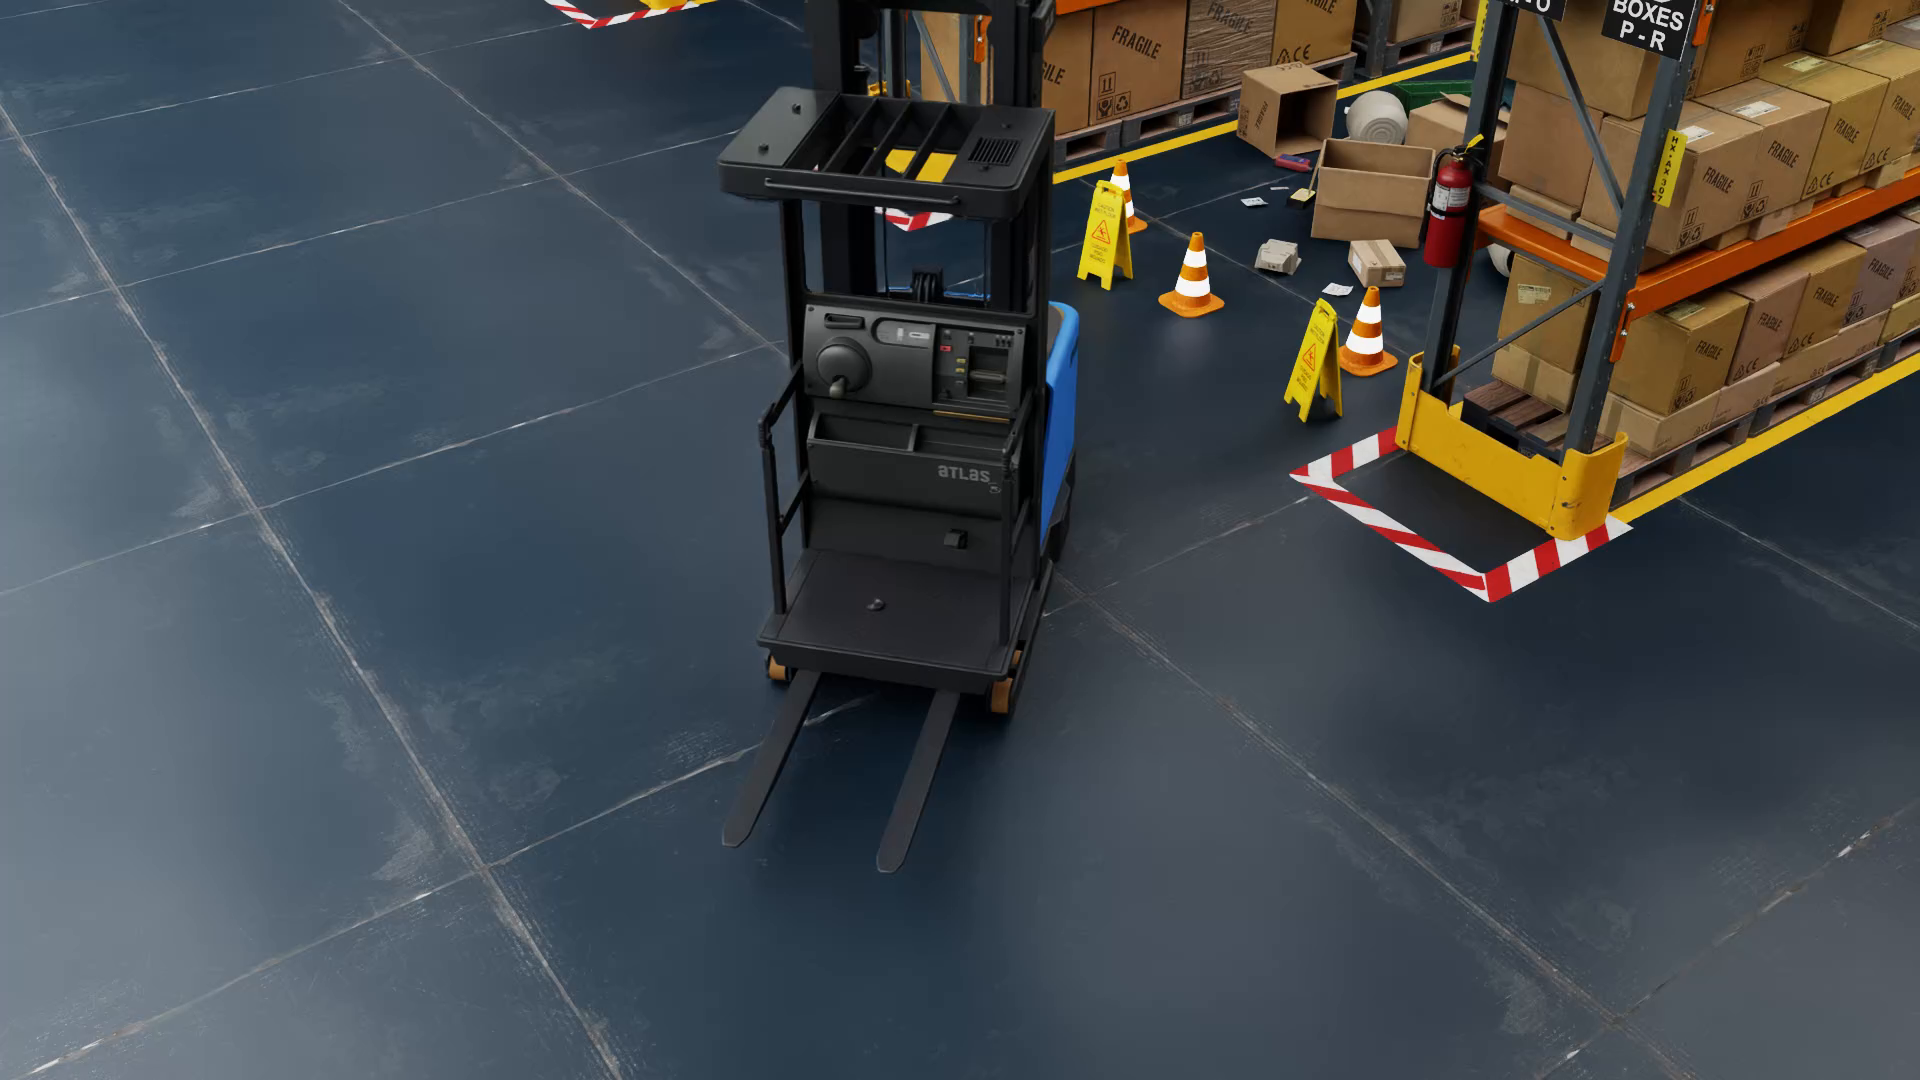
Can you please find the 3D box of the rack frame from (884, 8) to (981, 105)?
[{"bbox_3d":[-0.194,-3.837,11.017,0.127,3.000,1.000,-22,41,-28],"label":"rack frame"}]

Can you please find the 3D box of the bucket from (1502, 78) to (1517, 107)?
[{"bbox_3d":[4.292,-3.325,11.806,0.620,0.611,0.726,-1,34,-18],"label":"bucket"}]

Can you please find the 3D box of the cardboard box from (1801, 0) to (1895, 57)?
[{"bbox_3d":[4.295,-2.841,8.435,0.500,0.500,0.700,-23,41,-28],"label":"cardboard box"}]

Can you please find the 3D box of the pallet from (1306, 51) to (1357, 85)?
[{"bbox_3d":[2.409,-3.832,13.398,1.213,0.211,1.003,-22,41,-28],"label":"pallet"}]

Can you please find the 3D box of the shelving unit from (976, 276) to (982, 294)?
[{"bbox_3d":[0.235,-0.864,8.552,0.252,1.050,0.215,-16,39,-21],"label":"shelving unit"}]

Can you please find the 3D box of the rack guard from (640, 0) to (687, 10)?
[{"bbox_3d":[-2.907,-5.249,15.121,0.348,0.500,1.175,-22,41,-28],"label":"rack guard"}]

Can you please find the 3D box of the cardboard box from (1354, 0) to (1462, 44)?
[{"bbox_3d":[3.531,-4.692,13.772,0.750,0.750,1.050,-23,41,-28],"label":"cardboard box"}]

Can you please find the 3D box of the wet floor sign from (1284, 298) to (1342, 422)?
[{"bbox_3d":[1.968,-1.000,9.088,0.232,0.644,0.267,-9,37,-12],"label":"wet floor sign"}]

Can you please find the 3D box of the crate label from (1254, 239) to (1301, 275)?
[{"bbox_3d":[2.038,-1.817,10.658,0.250,0.136,0.298,15,38,20],"label":"crate label"}]

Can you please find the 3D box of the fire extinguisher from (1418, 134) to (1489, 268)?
[{"bbox_3d":[2.381,-1.659,8.054,0.183,0.674,0.296,-22,41,-28],"label":"fire extinguisher"}]

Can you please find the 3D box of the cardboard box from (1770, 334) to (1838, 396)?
[{"bbox_3d":[4.419,-1.060,9.150,0.500,0.250,0.500,-20,40,-25],"label":"cardboard box"}]

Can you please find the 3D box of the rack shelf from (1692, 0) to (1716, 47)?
[{"bbox_3d":[4.375,-3.107,8.049,4.000,0.370,1.077,-22,41,-28],"label":"rack shelf"}]

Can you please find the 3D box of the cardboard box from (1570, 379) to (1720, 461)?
[{"bbox_3d":[3.559,-0.703,8.653,0.500,0.250,0.500,-23,42,-28],"label":"cardboard box"}]

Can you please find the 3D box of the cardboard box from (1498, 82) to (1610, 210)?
[{"bbox_3d":[3.025,-1.984,8.100,0.500,0.500,0.500,-23,42,-29],"label":"cardboard box"}]

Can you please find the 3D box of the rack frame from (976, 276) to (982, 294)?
[{"bbox_3d":[0.125,-0.833,8.509,0.008,1.050,0.200,-16,39,-21],"label":"rack frame"}]

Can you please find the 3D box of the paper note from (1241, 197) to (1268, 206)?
[{"bbox_3d":[2.032,-2.335,11.471,0.142,0.017,0.144,-9,37,-12],"label":"paper note"}]

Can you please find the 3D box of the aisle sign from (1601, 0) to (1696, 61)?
[{"bbox_3d":[2.868,-2.396,6.785,0.004,0.787,0.394,-22,41,-28],"label":"aisle sign"}]

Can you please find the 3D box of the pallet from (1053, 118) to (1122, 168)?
[{"bbox_3d":[0.414,-3.012,12.257,1.213,0.211,1.003,-22,41,-28],"label":"pallet"}]

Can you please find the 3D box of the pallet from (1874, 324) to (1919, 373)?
[{"bbox_3d":[5.481,-1.480,10.126,1.213,0.211,1.003,-22,41,-28],"label":"pallet"}]

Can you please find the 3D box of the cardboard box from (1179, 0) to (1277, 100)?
[{"bbox_3d":[1.786,-4.008,12.713,0.875,0.875,0.875,-22,41,-28],"label":"cardboard box"}]

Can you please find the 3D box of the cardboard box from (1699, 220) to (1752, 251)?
[{"bbox_3d":[3.599,-1.565,8.072,0.250,0.149,0.380,-24,42,-29],"label":"cardboard box"}]

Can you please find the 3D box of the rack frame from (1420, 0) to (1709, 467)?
[{"bbox_3d":[2.740,-1.509,7.779,0.127,3.000,1.000,-22,41,-28],"label":"rack frame"}]

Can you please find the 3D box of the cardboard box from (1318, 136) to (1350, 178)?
[{"bbox_3d":[2.731,-2.616,11.660,0.258,0.266,0.396,-15,38,-20],"label":"cardboard box"}]

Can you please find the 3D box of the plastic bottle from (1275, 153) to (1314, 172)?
[{"bbox_3d":[2.424,-2.705,11.959,0.283,0.061,0.133,22,41,28],"label":"plastic bottle"}]

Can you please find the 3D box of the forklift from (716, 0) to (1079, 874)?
[{"bbox_3d":[-0.237,-0.679,6.684,1.130,2.935,3.031,8,36,10],"label":"forklift"}]

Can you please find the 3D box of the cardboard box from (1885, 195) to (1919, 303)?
[{"bbox_3d":[5.266,-1.714,9.417,0.500,0.500,0.500,-22,41,-27],"label":"cardboard box"}]

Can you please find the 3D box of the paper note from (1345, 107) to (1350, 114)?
[{"bbox_3d":[3.047,-3.319,12.839,0.147,0.020,0.142,9,37,12],"label":"paper note"}]

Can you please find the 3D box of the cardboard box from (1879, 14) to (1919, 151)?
[{"bbox_3d":[4.951,-2.395,8.670,0.500,0.500,0.500,-21,41,-27],"label":"cardboard box"}]

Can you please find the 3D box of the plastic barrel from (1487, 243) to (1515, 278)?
[{"bbox_3d":[3.556,-1.880,10.502,0.421,0.421,0.512,3,36,4],"label":"plastic barrel"}]

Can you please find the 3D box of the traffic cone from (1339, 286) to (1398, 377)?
[{"bbox_3d":[2.348,-1.239,9.577,0.334,0.463,0.336,-22,41,-28],"label":"traffic cone"}]

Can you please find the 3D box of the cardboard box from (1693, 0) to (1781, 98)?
[{"bbox_3d":[3.450,-2.519,7.987,0.500,0.500,0.700,-22,41,-27],"label":"cardboard box"}]

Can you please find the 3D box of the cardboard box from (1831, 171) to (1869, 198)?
[{"bbox_3d":[4.439,-1.923,8.570,0.250,0.149,0.380,-24,42,-29],"label":"cardboard box"}]

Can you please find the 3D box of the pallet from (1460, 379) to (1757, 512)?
[{"bbox_3d":[3.487,-0.659,8.985,1.213,0.211,1.003,-22,41,-28],"label":"pallet"}]

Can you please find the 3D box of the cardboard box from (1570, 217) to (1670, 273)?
[{"bbox_3d":[3.137,-1.422,7.874,0.250,0.149,0.380,-22,41,-28],"label":"cardboard box"}]

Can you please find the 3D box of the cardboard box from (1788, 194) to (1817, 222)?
[{"bbox_3d":[4.025,-1.731,8.303,0.250,0.149,0.380,-21,41,-27],"label":"cardboard box"}]

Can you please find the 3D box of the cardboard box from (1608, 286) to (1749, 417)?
[{"bbox_3d":[3.578,-1.015,8.446,0.500,0.500,0.500,-24,42,-29],"label":"cardboard box"}]

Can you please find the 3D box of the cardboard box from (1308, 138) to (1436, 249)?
[{"bbox_3d":[2.717,-2.295,11.009,0.797,0.503,0.637,9,37,12],"label":"cardboard box"}]

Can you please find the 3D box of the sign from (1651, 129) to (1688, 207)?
[{"bbox_3d":[3.053,-1.602,7.166,0.005,0.325,0.100,-22,41,-28],"label":"sign"}]

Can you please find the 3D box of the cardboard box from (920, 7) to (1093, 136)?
[{"bbox_3d":[0.322,-3.405,11.875,0.875,0.875,0.875,-22,41,-28],"label":"cardboard box"}]

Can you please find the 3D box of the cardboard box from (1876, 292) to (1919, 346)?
[{"bbox_3d":[5.252,-1.398,9.619,0.500,0.250,0.500,-24,42,-29],"label":"cardboard box"}]

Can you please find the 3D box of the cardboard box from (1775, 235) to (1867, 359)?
[{"bbox_3d":[4.417,-1.358,8.922,0.500,0.500,0.500,-22,41,-27],"label":"cardboard box"}]

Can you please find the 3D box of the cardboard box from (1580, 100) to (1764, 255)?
[{"bbox_3d":[3.287,-1.697,7.701,0.500,0.500,0.500,-23,42,-29],"label":"cardboard box"}]

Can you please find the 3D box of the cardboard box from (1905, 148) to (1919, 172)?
[{"bbox_3d":[4.868,-2.084,8.793,0.250,0.149,0.380,-23,42,-29],"label":"cardboard box"}]

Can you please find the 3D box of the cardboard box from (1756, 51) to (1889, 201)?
[{"bbox_3d":[4.124,-2.045,8.184,0.500,0.500,0.500,-23,42,-29],"label":"cardboard box"}]

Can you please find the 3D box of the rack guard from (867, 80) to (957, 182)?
[{"bbox_3d":[-0.214,-2.815,11.735,0.348,0.500,1.175,-22,41,-28],"label":"rack guard"}]
